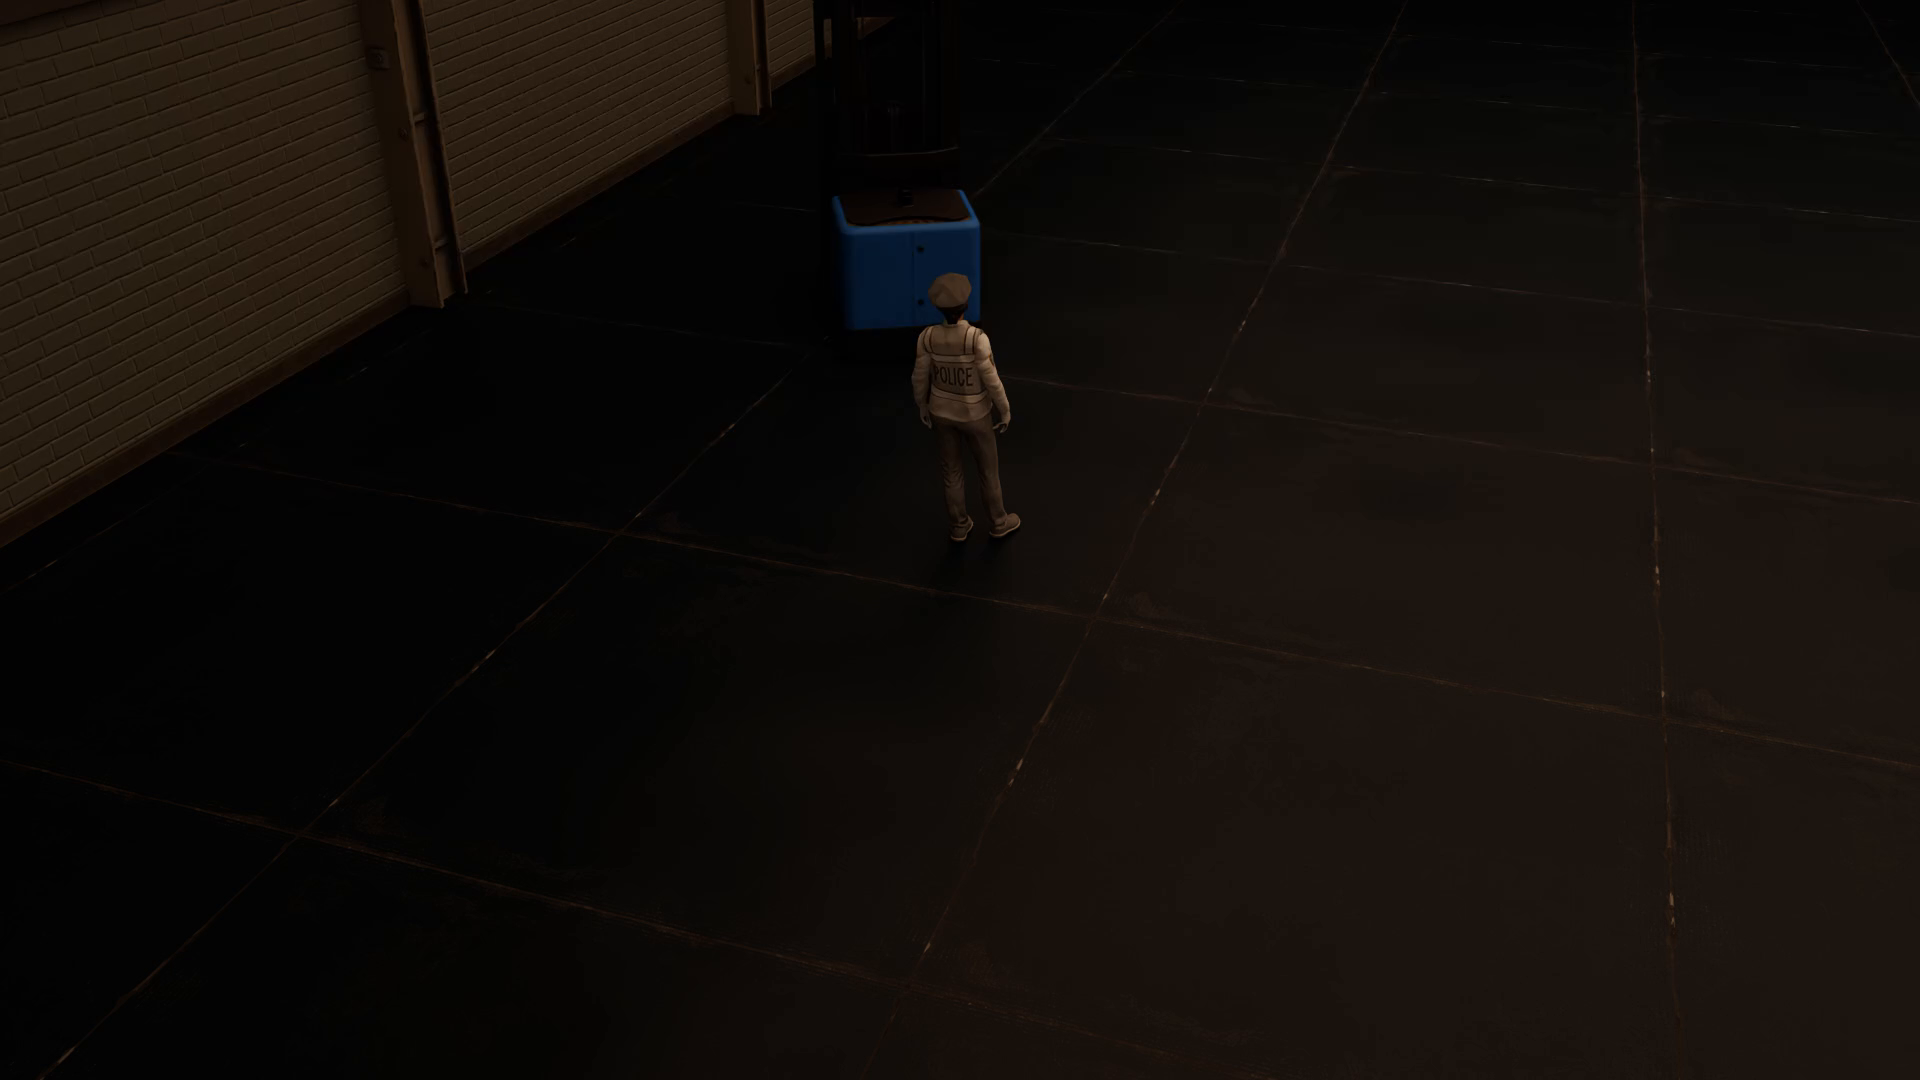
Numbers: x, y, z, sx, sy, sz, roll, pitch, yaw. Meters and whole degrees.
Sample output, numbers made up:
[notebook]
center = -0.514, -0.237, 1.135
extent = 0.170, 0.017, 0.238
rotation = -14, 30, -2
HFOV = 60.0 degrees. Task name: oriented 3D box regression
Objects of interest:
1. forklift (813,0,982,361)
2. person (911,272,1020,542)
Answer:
[forklift]
center = -0.580, -3.307, 12.938
extent = 1.130, 2.935, 3.031
rotation = -5, 30, -8
[person]
center = 0.028, -0.774, 9.727
extent = 0.587, 1.695, 0.531
rotation = 10, 31, 16
